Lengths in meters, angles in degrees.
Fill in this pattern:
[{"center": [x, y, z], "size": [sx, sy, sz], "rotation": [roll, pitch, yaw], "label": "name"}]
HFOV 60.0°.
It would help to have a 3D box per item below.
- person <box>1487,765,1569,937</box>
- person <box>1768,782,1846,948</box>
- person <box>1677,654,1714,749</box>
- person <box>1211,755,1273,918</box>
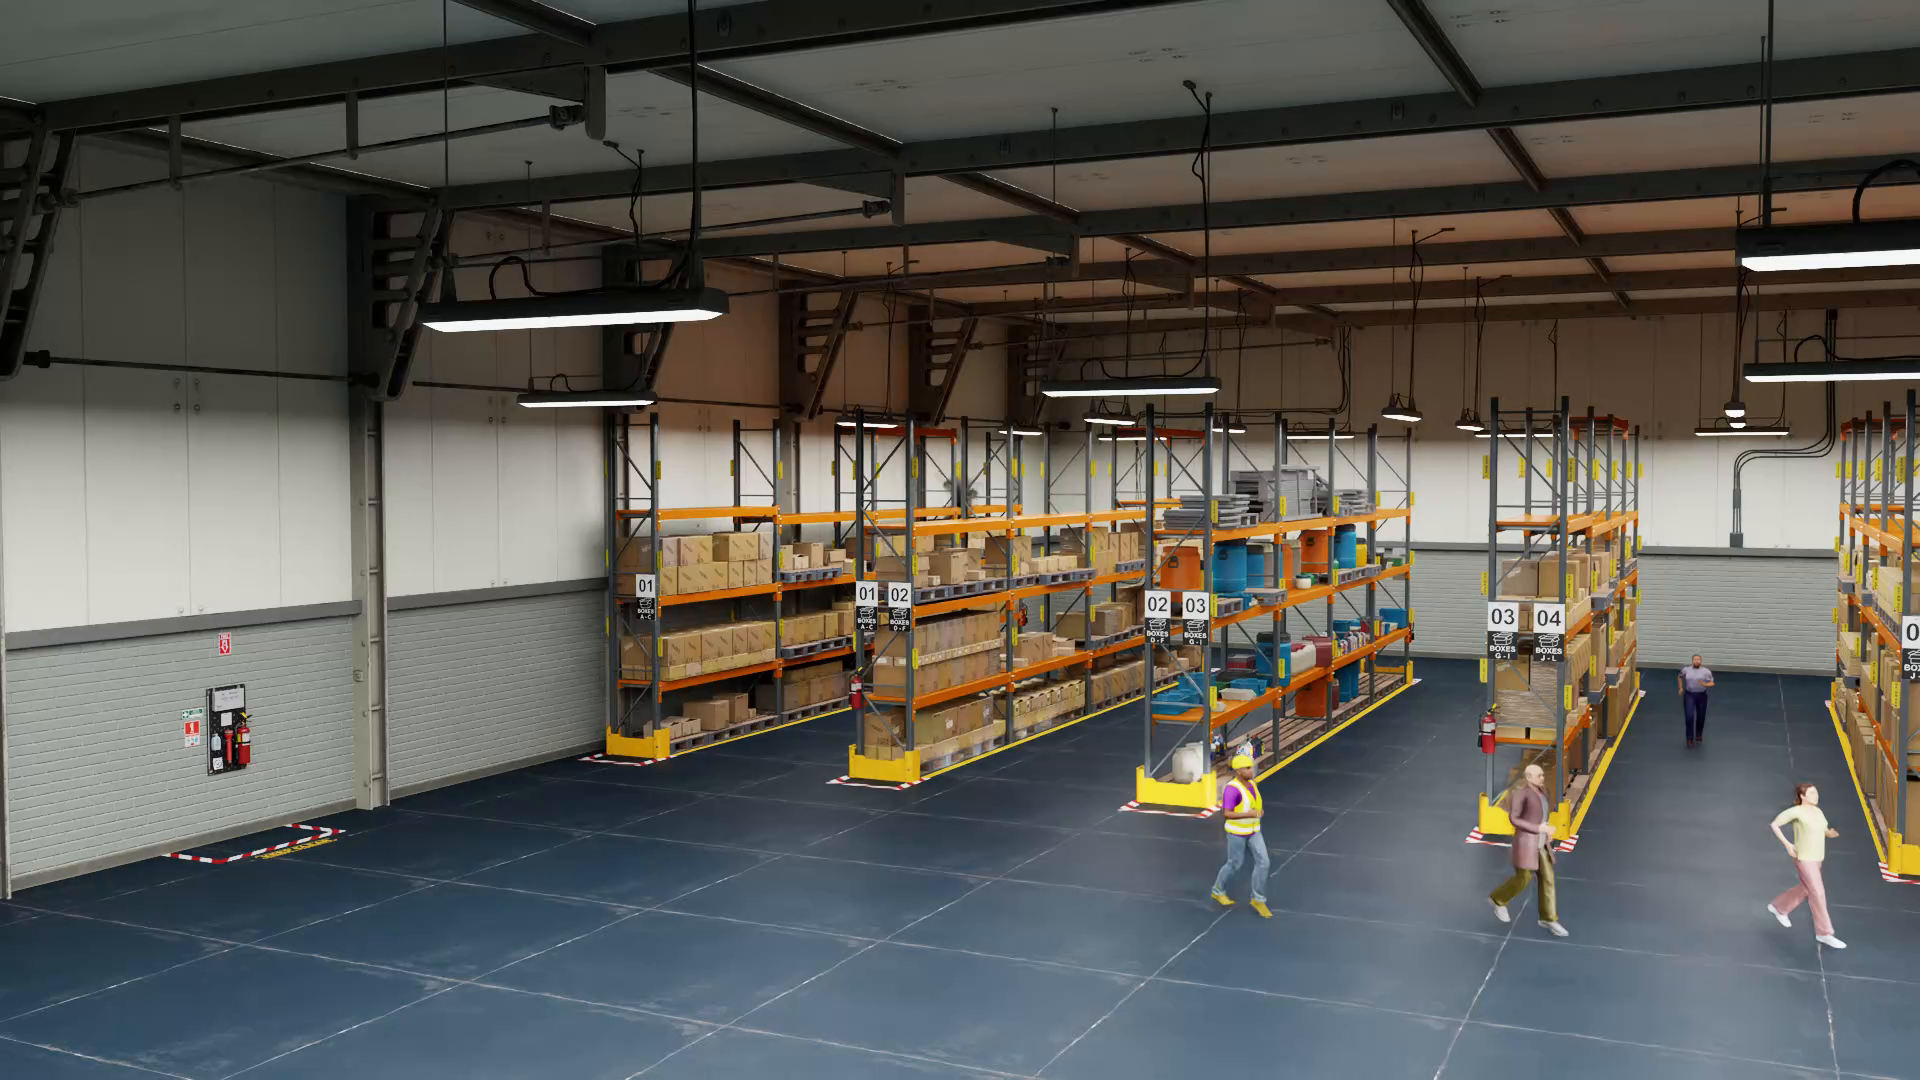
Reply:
[{"center": [6.209, 3.342, 18.136], "size": [0.732, 1.807, 0.947], "rotation": [-2, 3, -36], "label": "person"}, {"center": [9.005, 3.434, 17.662], "size": [0.573, 1.581, 0.947], "rotation": [-1, 3, -28], "label": "person"}, {"center": [13.343, 2.896, 30.162], "size": [0.594, 1.671, 0.895], "rotation": [1, 3, 20], "label": "person"}, {"center": [3.175, 3.333, 18.754], "size": [0.676, 1.831, 0.787], "rotation": [-2, 3, -41], "label": "person"}]
